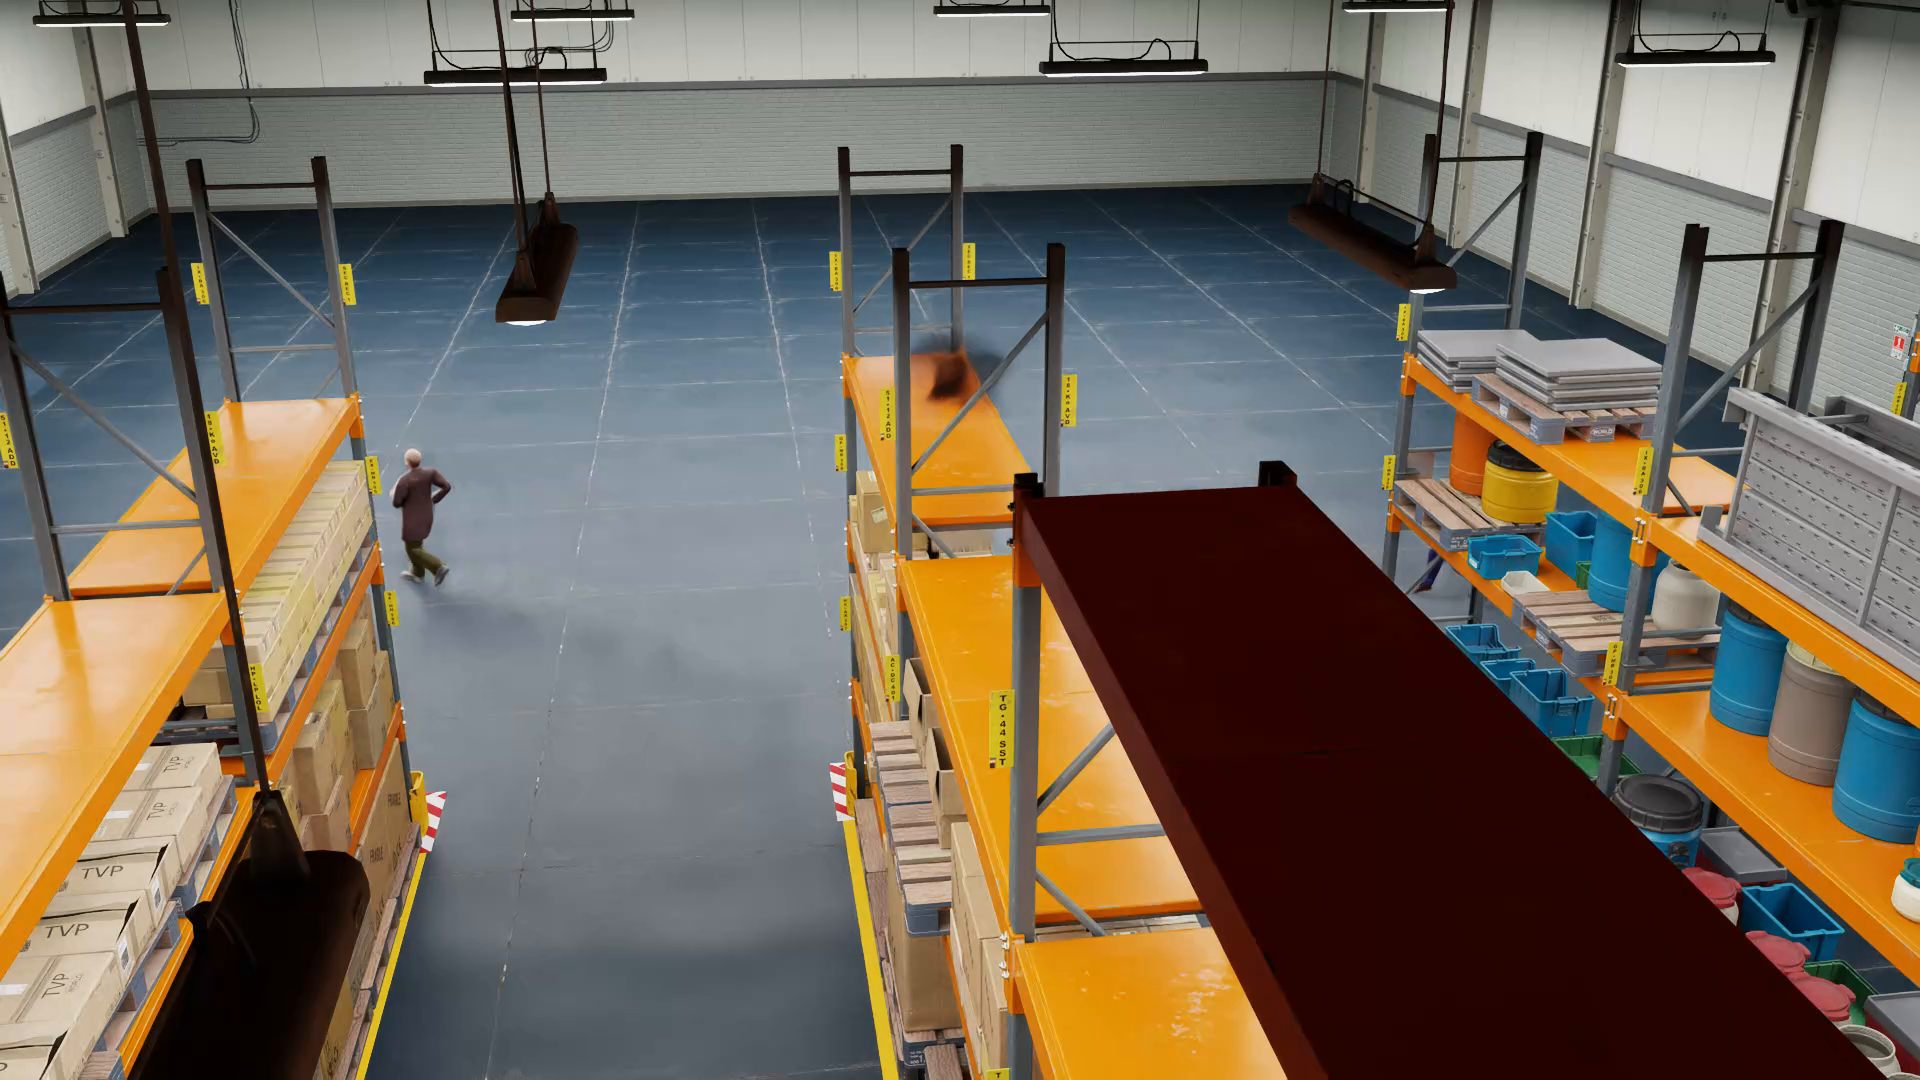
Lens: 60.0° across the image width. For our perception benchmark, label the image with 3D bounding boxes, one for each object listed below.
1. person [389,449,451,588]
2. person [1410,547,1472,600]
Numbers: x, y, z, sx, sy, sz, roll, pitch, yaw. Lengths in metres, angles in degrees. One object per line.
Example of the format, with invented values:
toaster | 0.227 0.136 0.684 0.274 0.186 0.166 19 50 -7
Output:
person | -6.466 -0.260 19.914 0.964 1.750 0.720 13 25 29
person | 5.818 -0.077 19.577 0.934 1.632 0.589 5 22 12
